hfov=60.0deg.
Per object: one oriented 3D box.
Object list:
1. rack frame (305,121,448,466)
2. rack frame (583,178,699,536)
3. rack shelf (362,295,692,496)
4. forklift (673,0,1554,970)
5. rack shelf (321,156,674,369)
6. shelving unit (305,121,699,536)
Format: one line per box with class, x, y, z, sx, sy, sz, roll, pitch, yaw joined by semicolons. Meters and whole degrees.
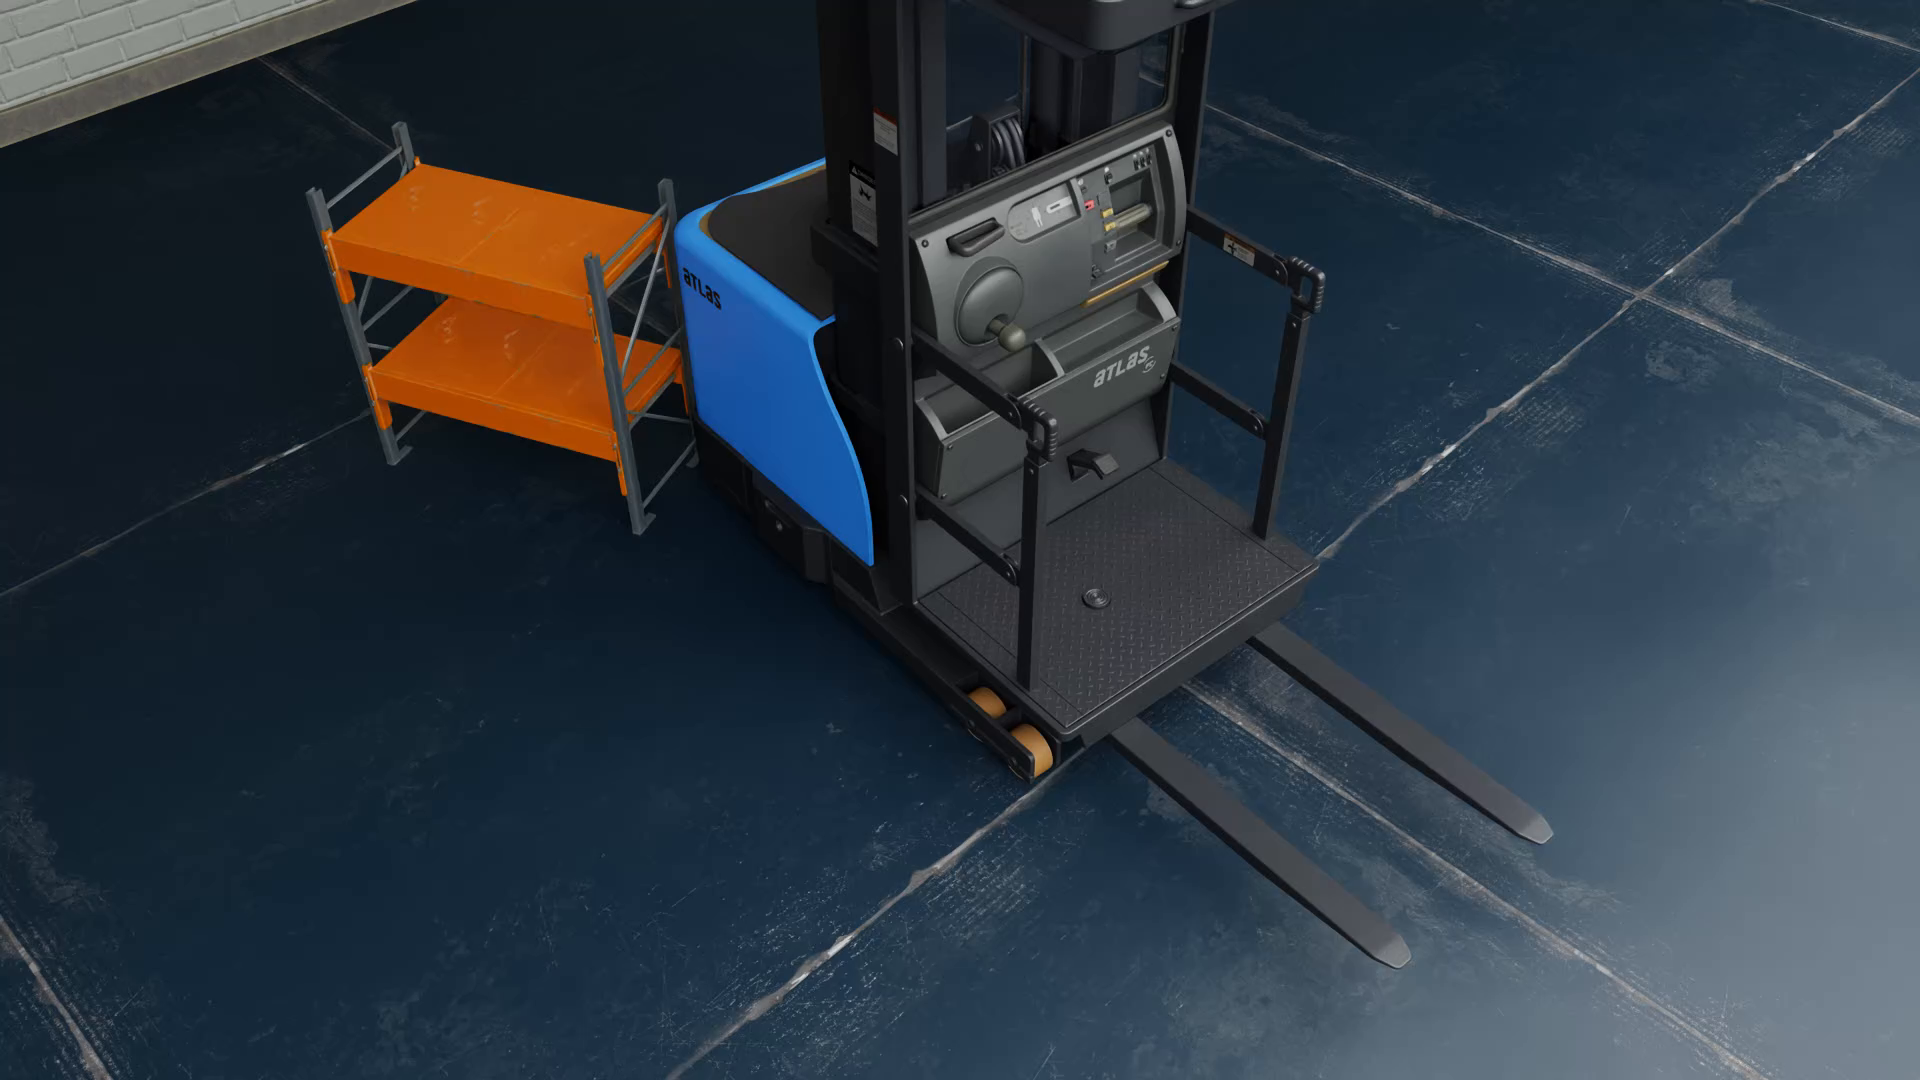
rack frame;-1.976;-0.842;5.833;0.032;1.125;0.500;15;45;16
rack frame;-1.030;-0.590;5.560;0.032;1.125;0.500;15;45;16
rack shelf;-1.503;-0.537;5.862;1.000;0.278;0.538;15;45;16
forklift;0.401;-0.751;4.403;1.130;2.935;3.031;-30;50;-28
rack shelf;-1.503;-0.931;5.498;1.000;0.278;0.538;15;45;16
shelving unit;-1.503;-0.716;5.696;1.048;1.125;0.538;15;45;16
